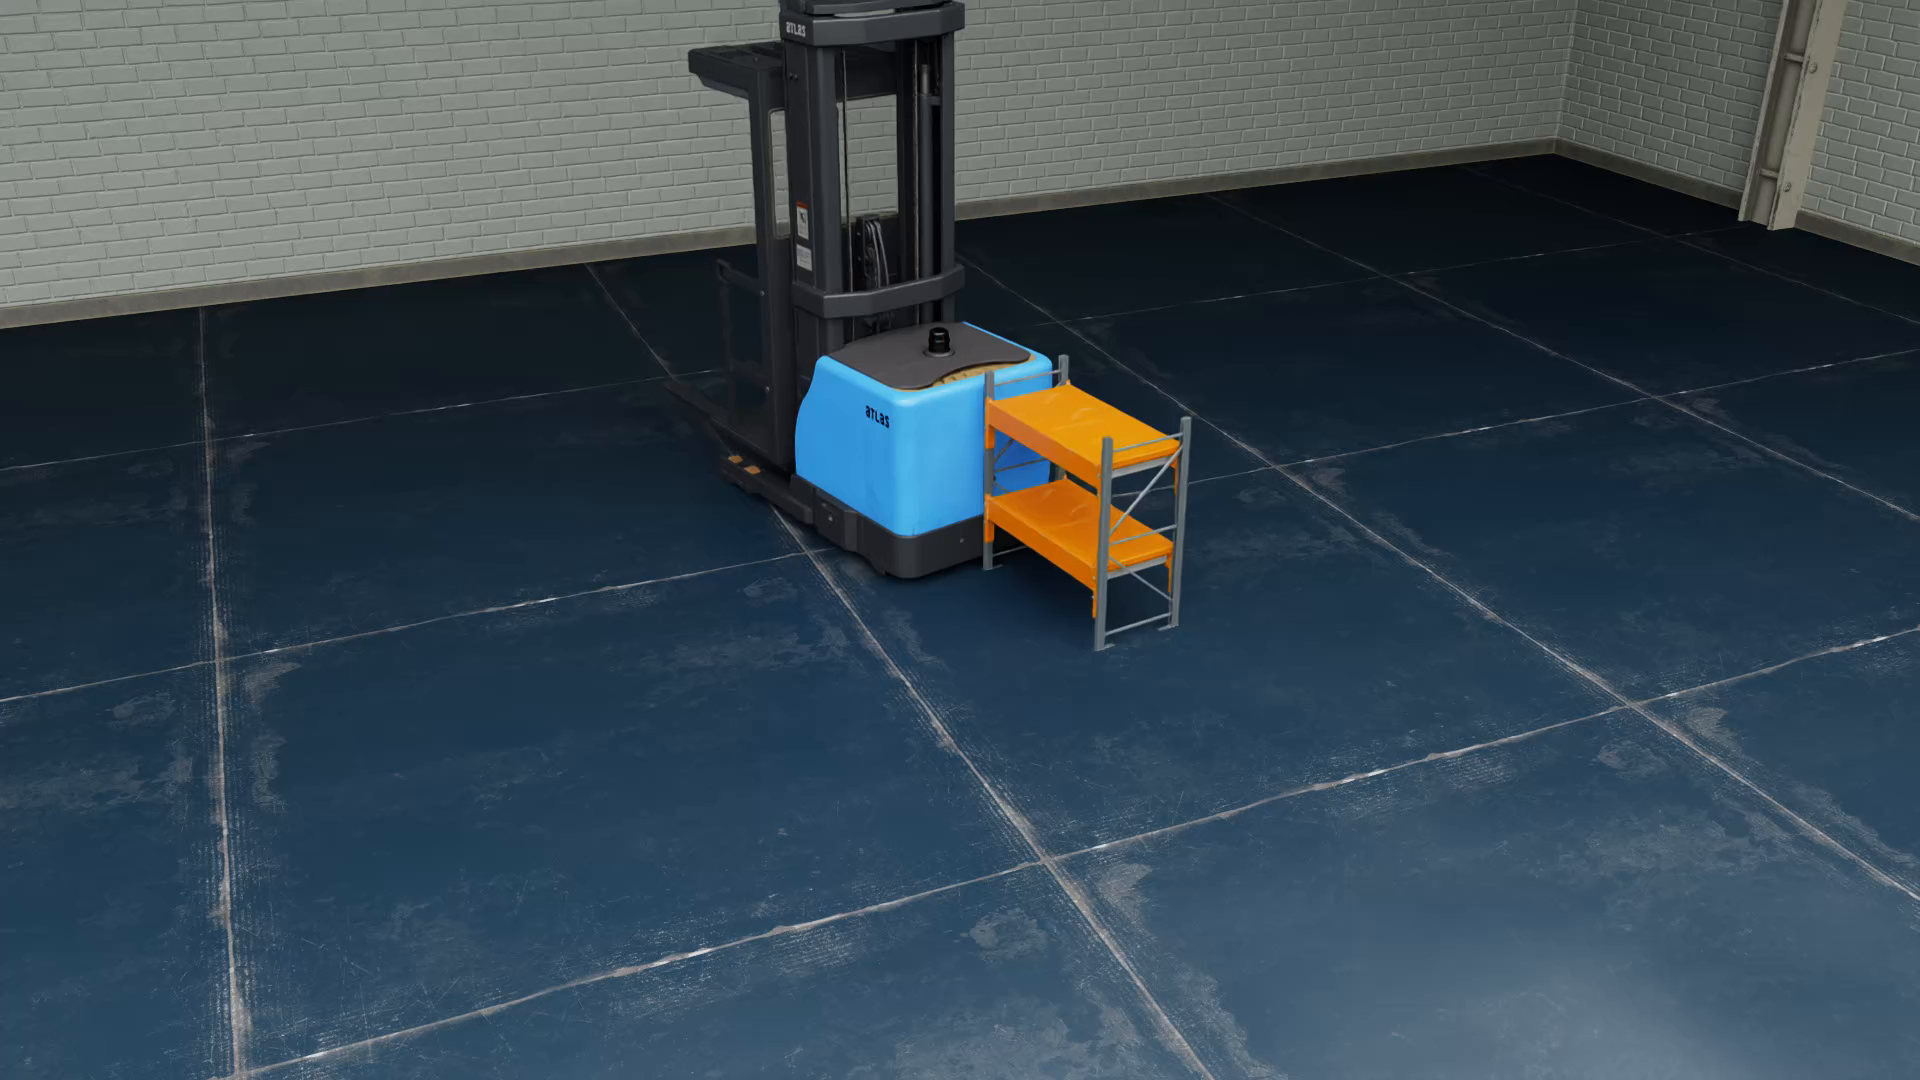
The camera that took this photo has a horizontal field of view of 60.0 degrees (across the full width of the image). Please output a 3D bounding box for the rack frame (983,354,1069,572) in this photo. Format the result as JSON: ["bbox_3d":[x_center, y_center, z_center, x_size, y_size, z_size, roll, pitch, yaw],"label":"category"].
[{"bbox_3d":[0.344,-0.399,8.786,0.500,1.125,0.032,-15,30,-28],"label":"rack frame"}]

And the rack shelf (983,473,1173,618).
[{"bbox_3d":[0.610,0.011,8.503,0.538,0.278,1.000,-15,30,-28],"label":"rack shelf"}]

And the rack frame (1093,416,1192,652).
[{"bbox_3d":[0.875,-0.019,8.007,0.500,1.125,0.032,-15,30,-28],"label":"rack frame"}]

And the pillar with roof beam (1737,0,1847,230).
[{"bbox_3d":[3.398,-6.195,11.682,9.100,9.000,0.400,-11,28,-21],"label":"pillar with roof beam"}]

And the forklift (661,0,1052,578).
[{"bbox_3d":[-0.780,-1.702,9.396,1.130,2.935,3.031,-18,31,-33],"label":"forklift"}]

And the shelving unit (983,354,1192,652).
[{"bbox_3d":[0.610,-0.209,8.396,0.538,1.125,1.048,-15,30,-28],"label":"shelving unit"}]

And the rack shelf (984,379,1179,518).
[{"bbox_3d":[0.610,-0.472,8.268,0.538,0.278,1.000,-15,30,-28],"label":"rack shelf"}]
